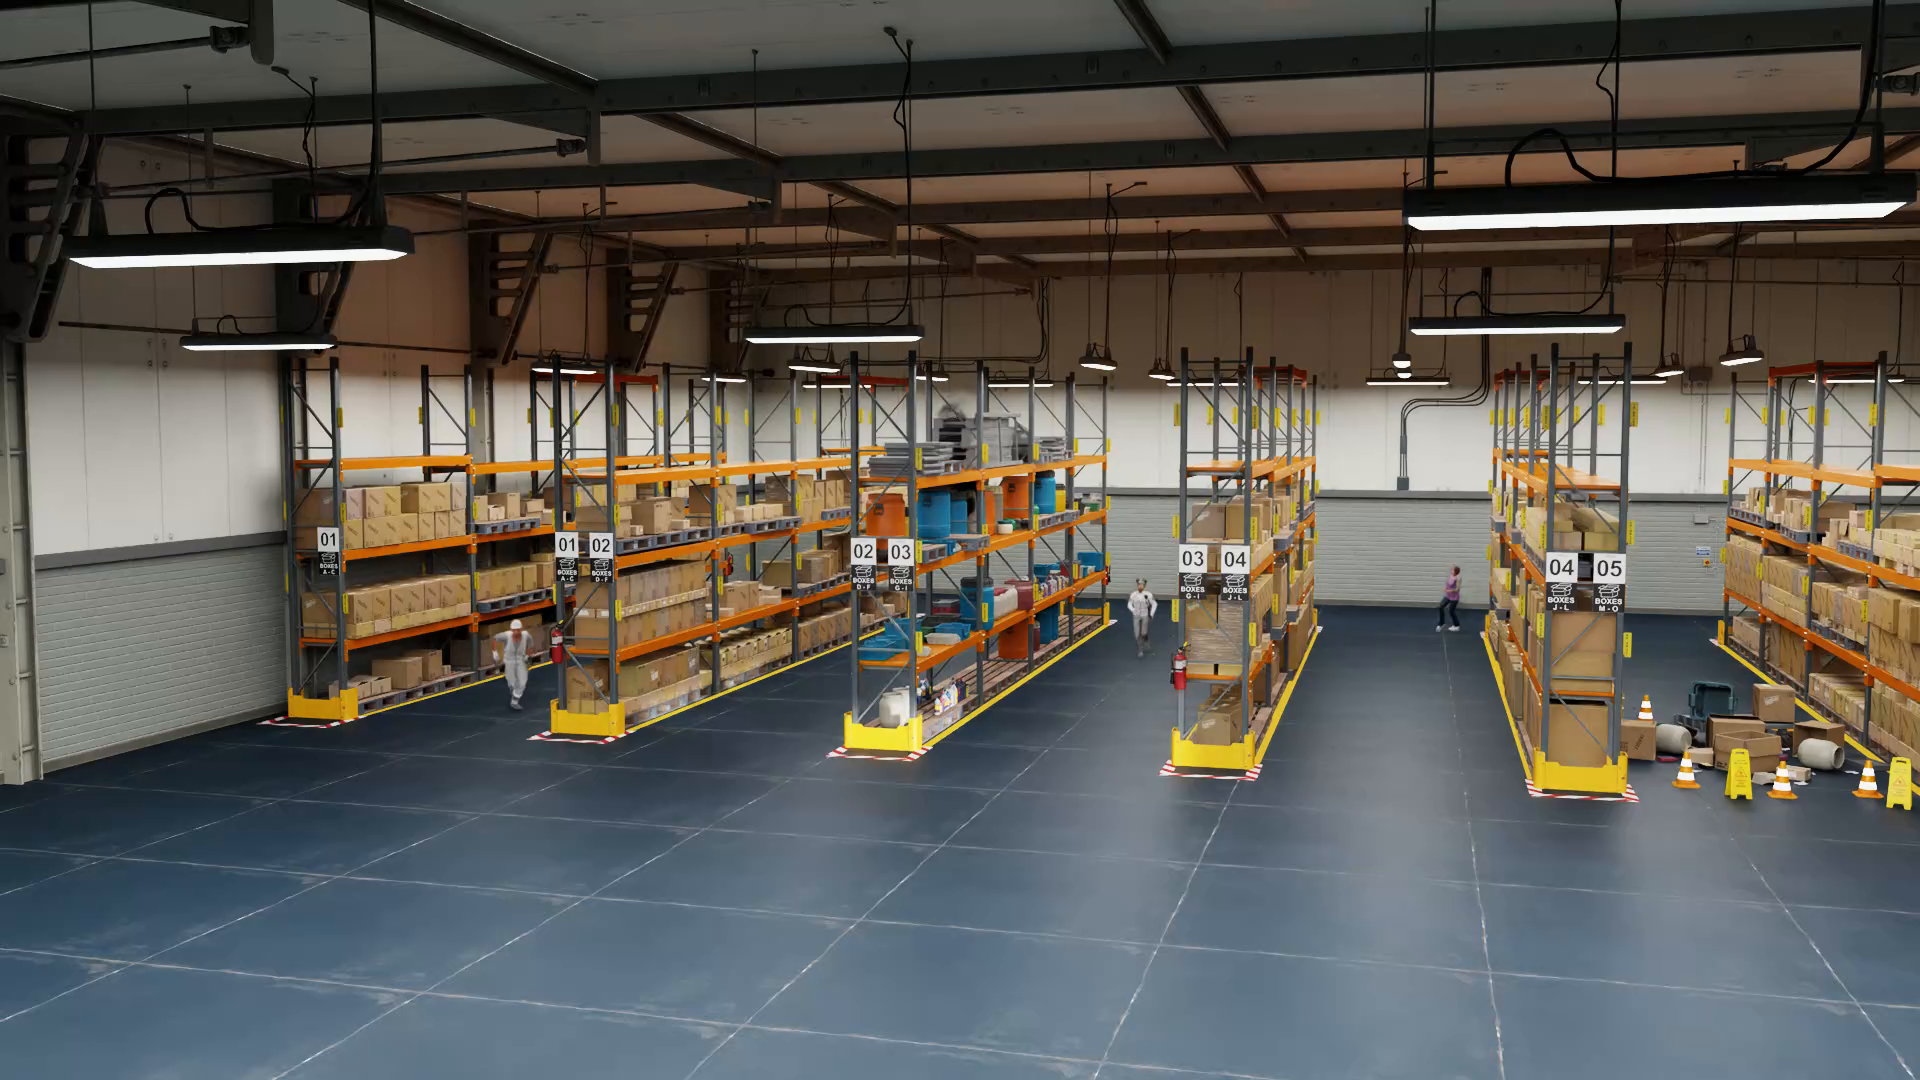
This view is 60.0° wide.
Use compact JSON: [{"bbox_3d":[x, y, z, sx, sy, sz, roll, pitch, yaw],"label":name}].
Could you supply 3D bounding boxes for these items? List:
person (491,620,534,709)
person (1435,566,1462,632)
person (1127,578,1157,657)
[{"bbox_3d":[-7.628,2.131,28.382,0.693,1.590,0.826,-2,5,-21],"label":"person"},{"bbox_3d":[11.451,1.370,38.652,0.653,1.569,0.530,-2,5,-24],"label":"person"},{"bbox_3d":[3.793,1.622,34.817,0.605,1.659,0.538,1,4,15],"label":"person"}]
